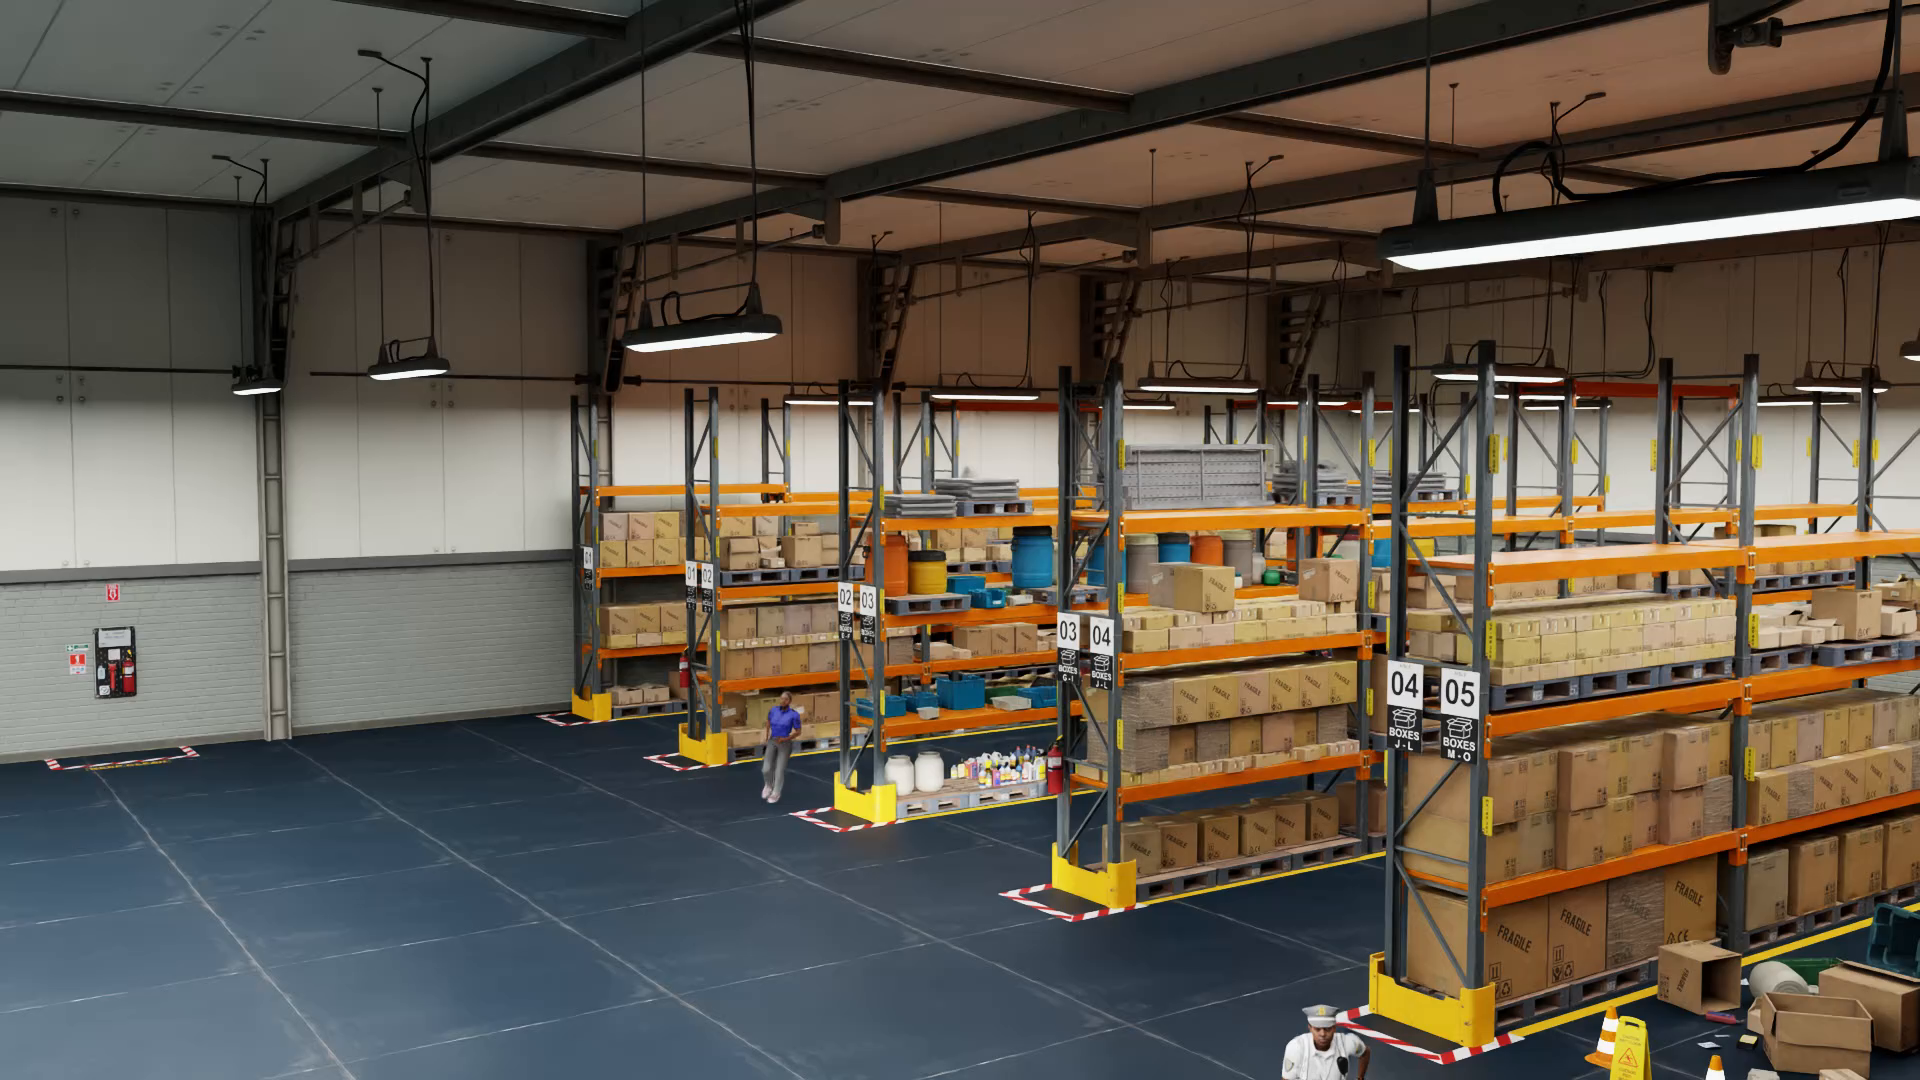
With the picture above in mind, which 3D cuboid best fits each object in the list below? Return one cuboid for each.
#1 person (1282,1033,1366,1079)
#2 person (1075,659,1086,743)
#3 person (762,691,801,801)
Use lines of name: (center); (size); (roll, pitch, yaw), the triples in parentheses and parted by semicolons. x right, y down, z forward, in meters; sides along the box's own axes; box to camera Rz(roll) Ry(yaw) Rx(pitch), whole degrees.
person: (2.337, 3.777, 10.691); (0.520, 1.332, 0.597); (1, 4, 13)
person: (2.160, 2.716, 27.875); (0.610, 1.575, 0.913); (3, 5, 43)
person: (-2.554, 2.941, 23.640); (0.626, 1.607, 0.544); (1, 4, 11)
